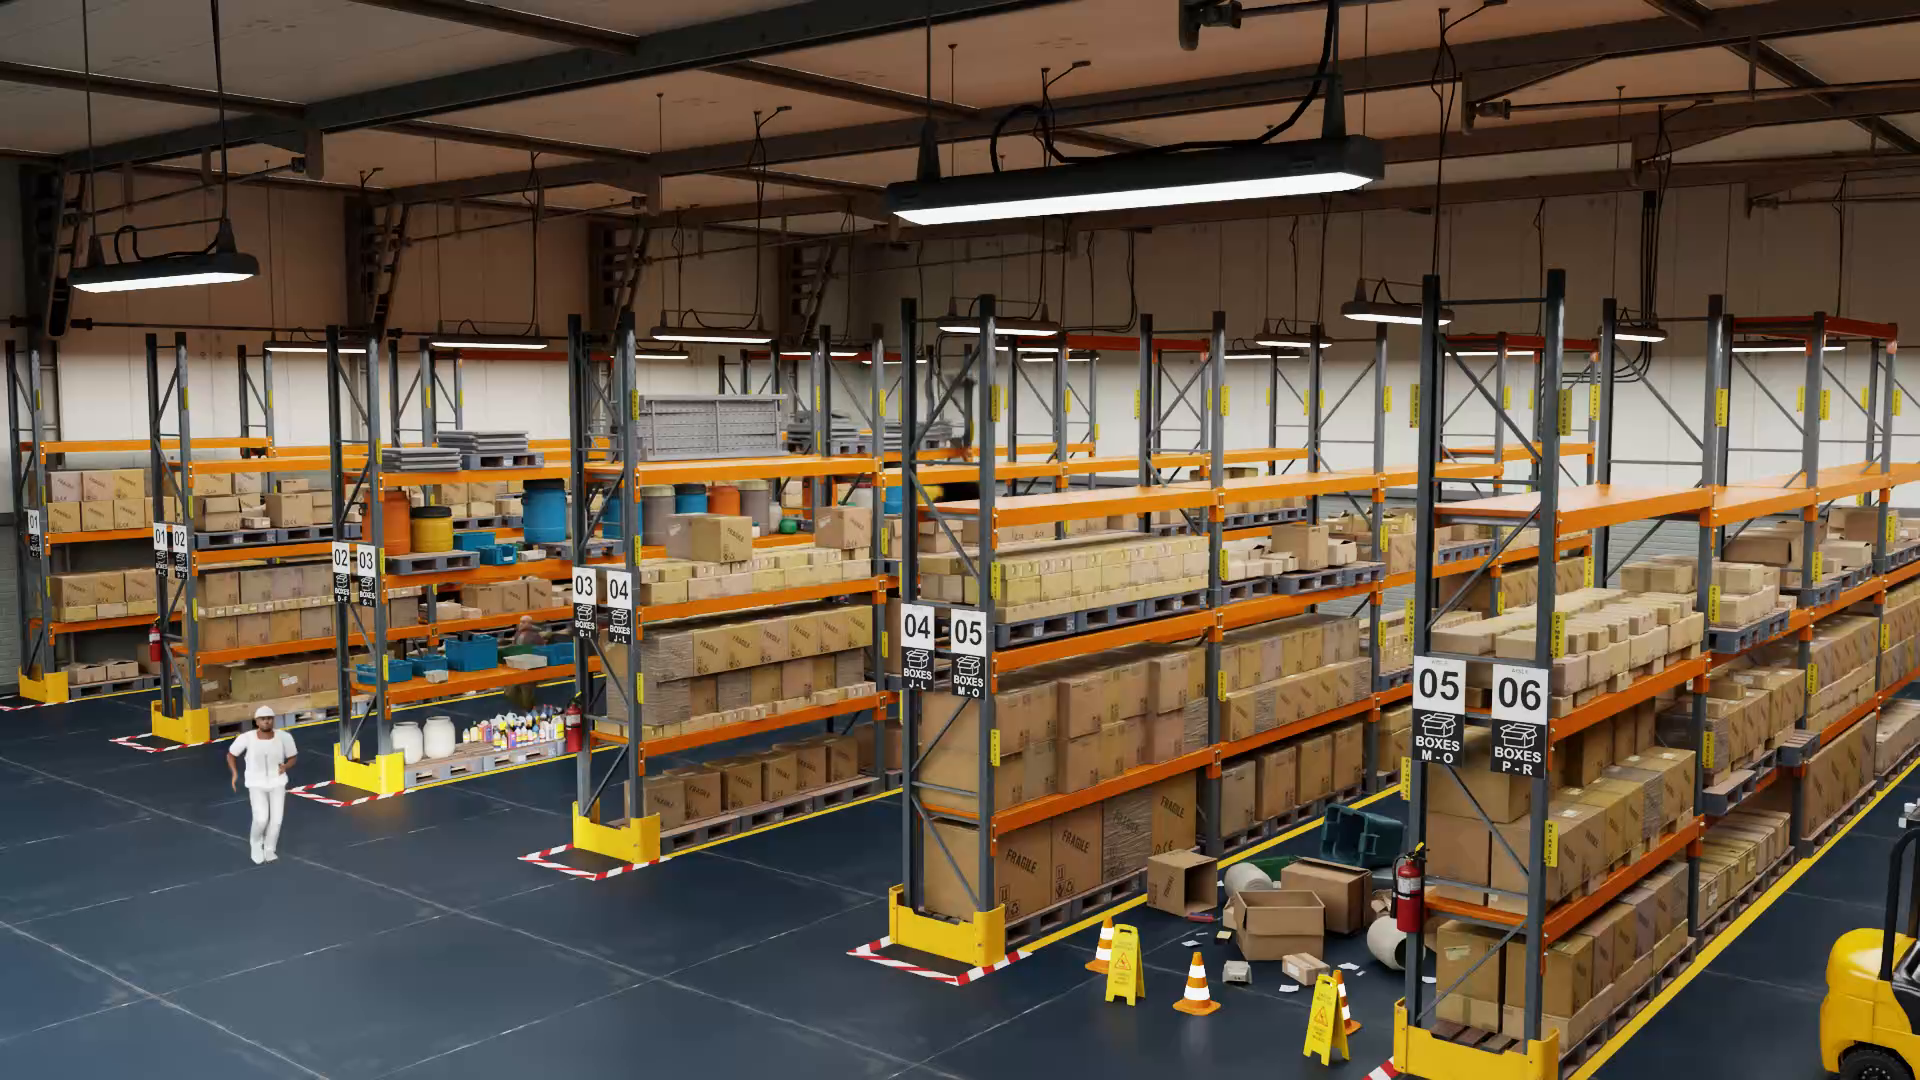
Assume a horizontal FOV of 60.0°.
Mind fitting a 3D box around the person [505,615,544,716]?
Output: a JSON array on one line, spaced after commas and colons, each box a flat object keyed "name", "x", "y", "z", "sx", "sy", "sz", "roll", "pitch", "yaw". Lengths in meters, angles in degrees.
[{"name": "person", "x": -6.674, "y": 2.018, "z": 25.392, "sx": 0.704, "sy": 1.746, "sz": 0.620, "roll": 3, "pitch": 6, "yaw": 27}]

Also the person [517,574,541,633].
[{"name": "person", "x": -8.566, "y": 1.341, "z": 32.987, "sx": 0.688, "sy": 1.769, "sz": 0.768, "roll": 2, "pitch": 6, "yaw": 23}]

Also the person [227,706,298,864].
[{"name": "person", "x": -7.528, "y": 2.663, "z": 18.037, "sx": 0.681, "sy": 1.725, "sz": 0.650, "roll": -3, "pitch": 6, "yaw": -32}]
